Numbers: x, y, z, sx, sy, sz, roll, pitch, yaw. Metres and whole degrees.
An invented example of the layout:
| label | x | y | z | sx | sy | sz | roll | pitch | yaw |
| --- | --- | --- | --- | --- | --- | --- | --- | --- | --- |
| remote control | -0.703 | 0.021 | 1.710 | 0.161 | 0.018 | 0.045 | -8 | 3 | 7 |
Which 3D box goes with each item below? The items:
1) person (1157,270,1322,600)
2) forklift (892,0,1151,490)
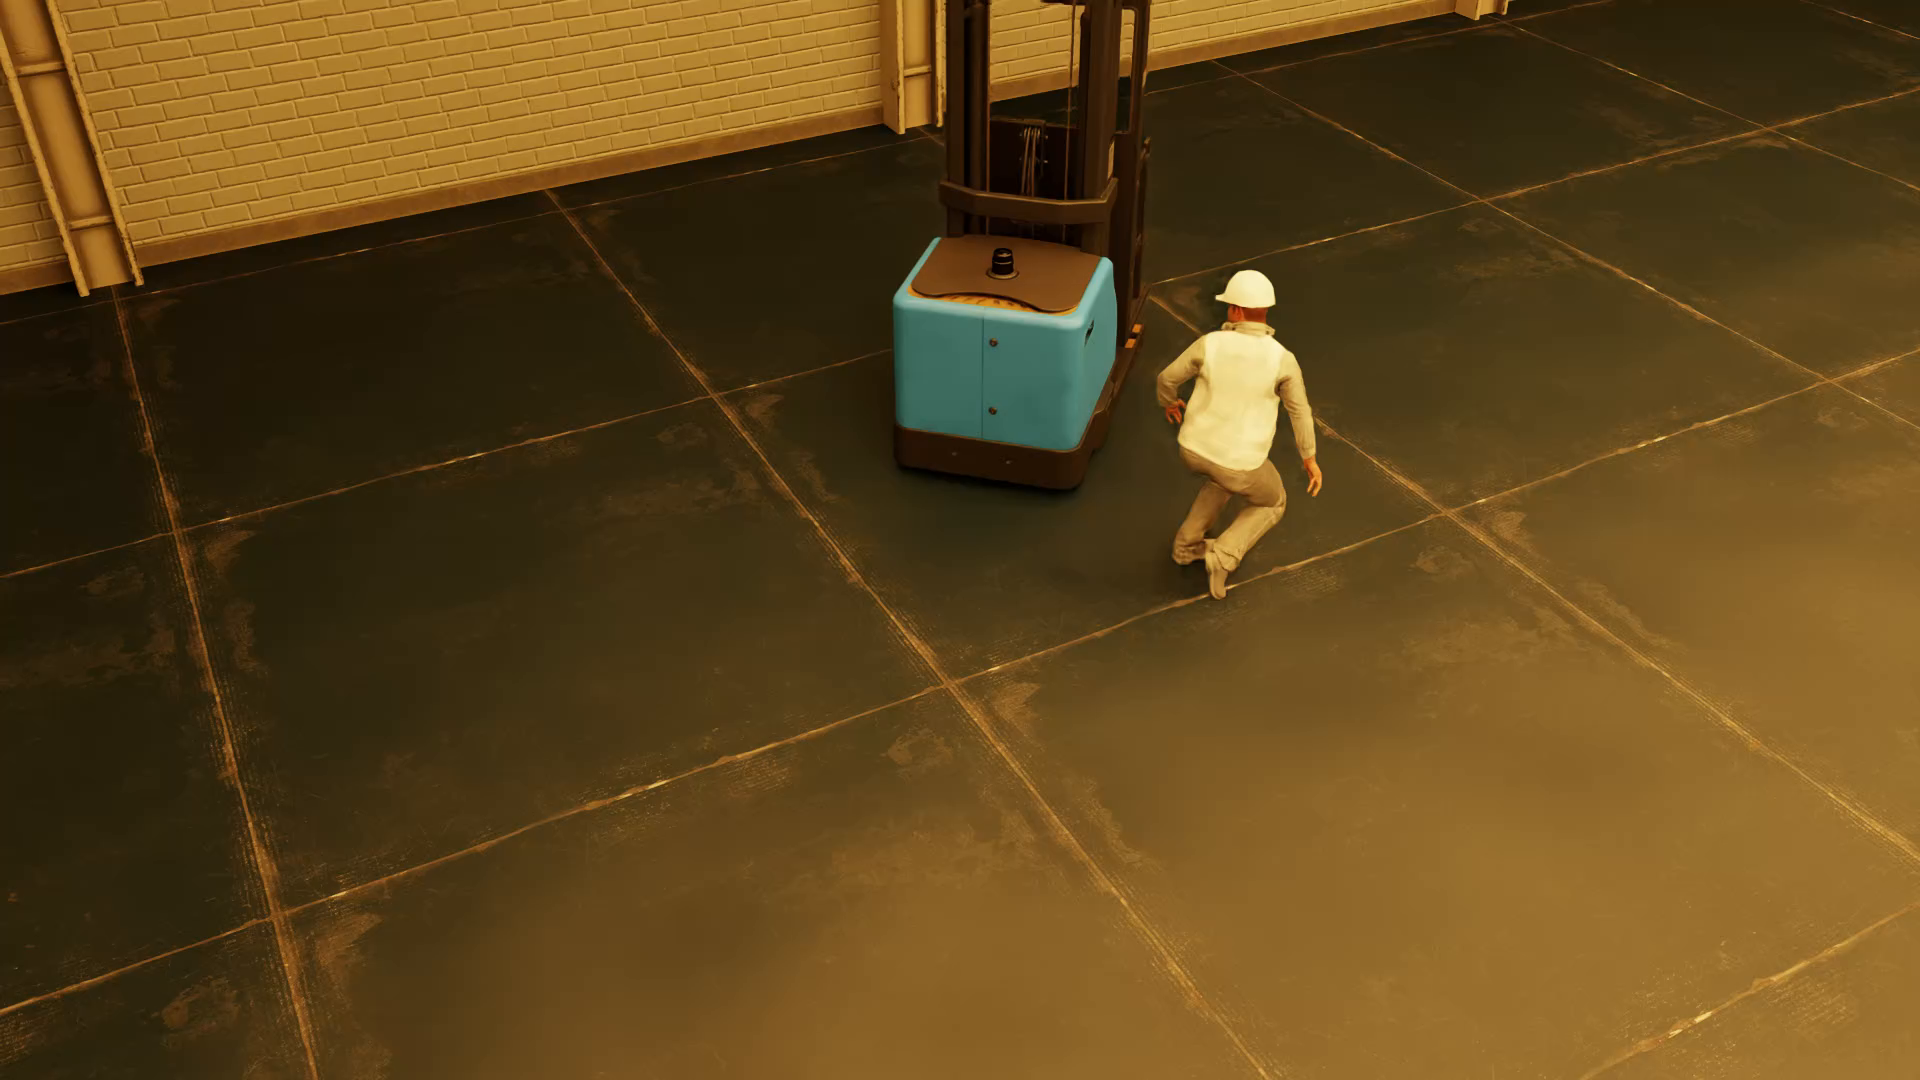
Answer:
| label | x | y | z | sx | sy | sz | roll | pitch | yaw |
| --- | --- | --- | --- | --- | --- | --- | --- | --- | --- |
| person | 1.326 | -0.474 | 7.997 | 0.891 | 1.594 | 0.575 | 24 | 42 | 30 |
| forklift | 0.527 | -2.316 | 9.399 | 1.130 | 2.935 | 3.031 | 9 | 36 | 13 |
